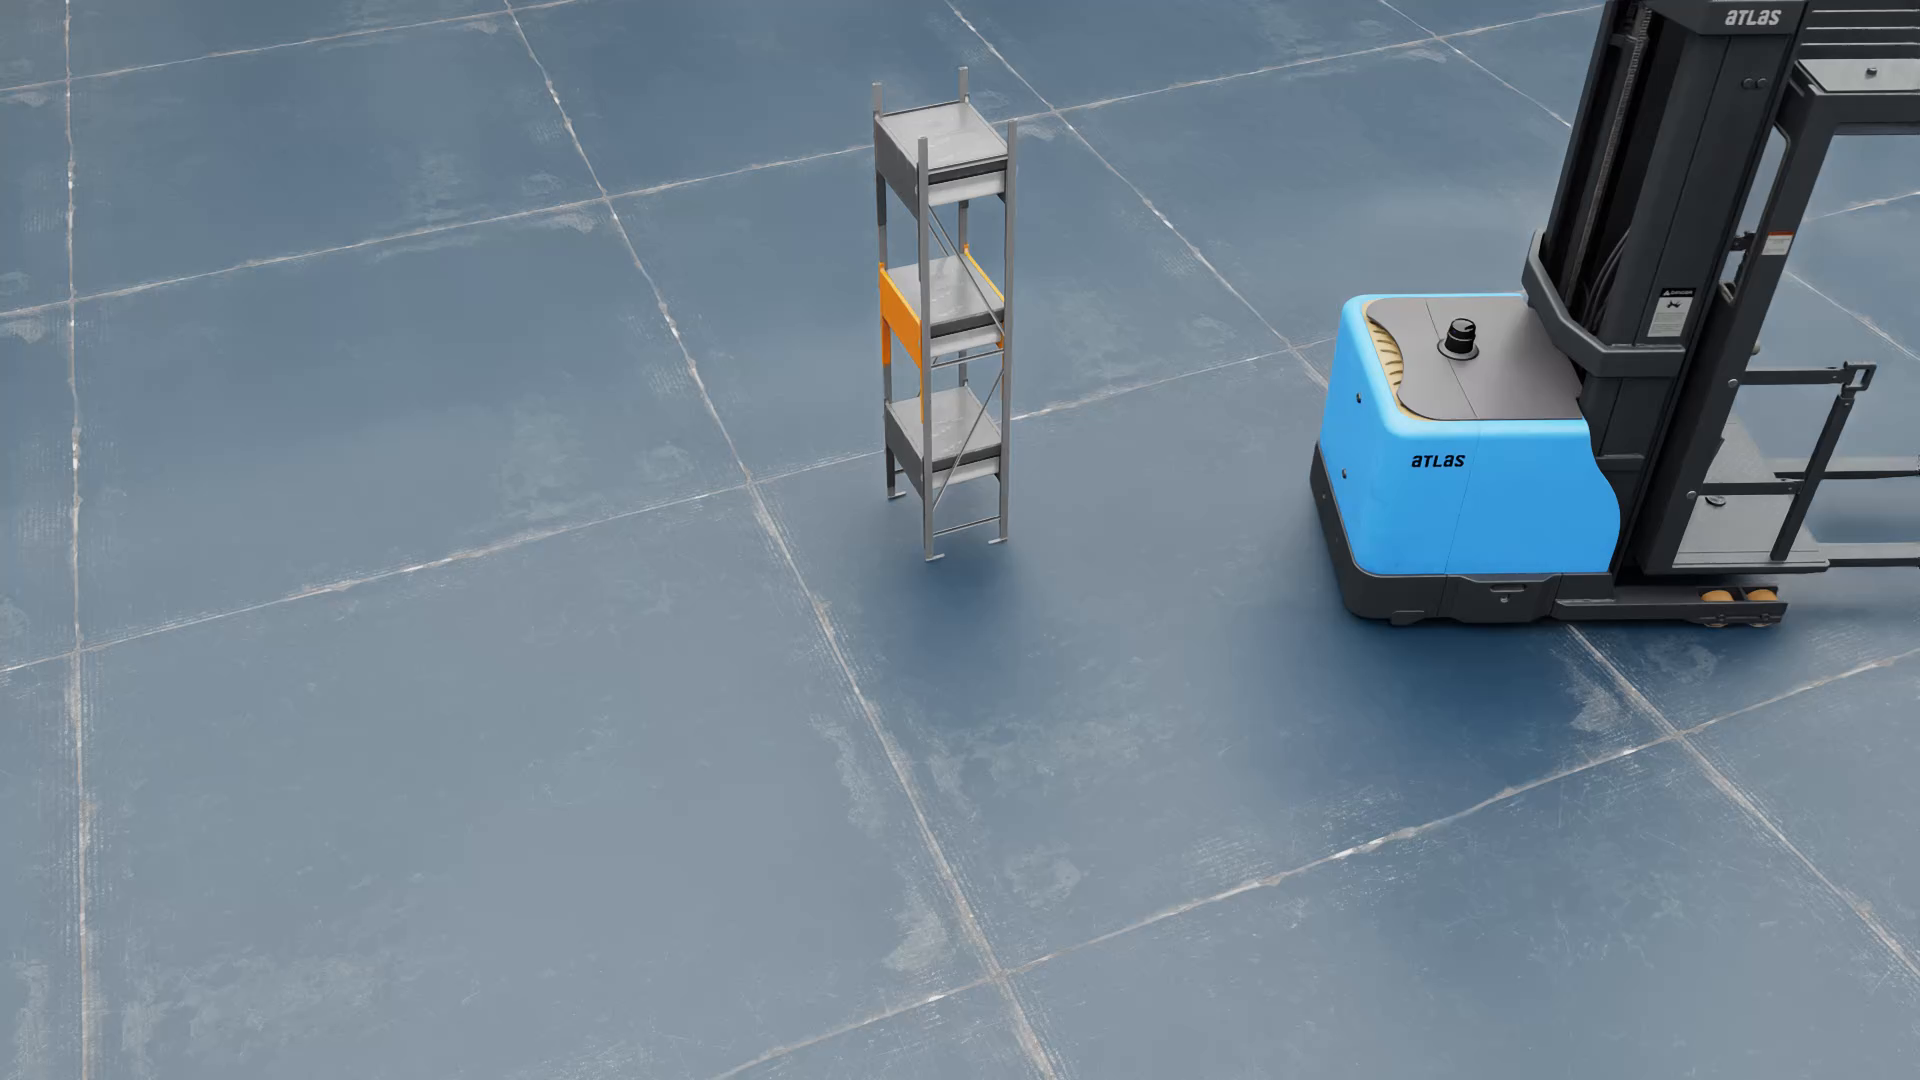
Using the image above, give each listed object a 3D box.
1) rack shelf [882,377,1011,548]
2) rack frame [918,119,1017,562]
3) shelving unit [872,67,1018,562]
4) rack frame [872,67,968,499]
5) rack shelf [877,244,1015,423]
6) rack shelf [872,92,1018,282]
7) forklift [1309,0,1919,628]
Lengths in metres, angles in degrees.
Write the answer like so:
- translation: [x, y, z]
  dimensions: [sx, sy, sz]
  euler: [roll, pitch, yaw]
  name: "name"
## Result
- translation: [-0.063, -0.355, 7.565]
  dimensions: [0.431, 0.518, 0.480]
  euler: [-15, 43, -17]
  name: "rack shelf"
- translation: [0.030, -0.749, 6.929]
  dimensions: [0.400, 2.100, 0.015]
  euler: [-15, 43, -17]
  name: "rack frame"
- translation: [-0.063, -0.896, 7.100]
  dimensions: [0.431, 2.100, 0.503]
  euler: [-15, 43, -17]
  name: "shelving unit"
- translation: [-0.157, -1.043, 7.271]
  dimensions: [0.400, 2.100, 0.015]
  euler: [-15, 43, -17]
  name: "rack frame"
- translation: [-0.063, -0.885, 7.109]
  dimensions: [0.431, 0.518, 0.480]
  euler: [-15, 43, -17]
  name: "rack shelf"
- translation: [-0.063, -1.416, 6.652]
  dimensions: [0.431, 0.518, 0.480]
  euler: [-15, 43, -17]
  name: "rack shelf"
- translation: [3.180, -1.079, 6.675]
  dimensions: [3.031, 2.935, 1.130]
  euler: [-1, 41, -1]
  name: "forklift"
